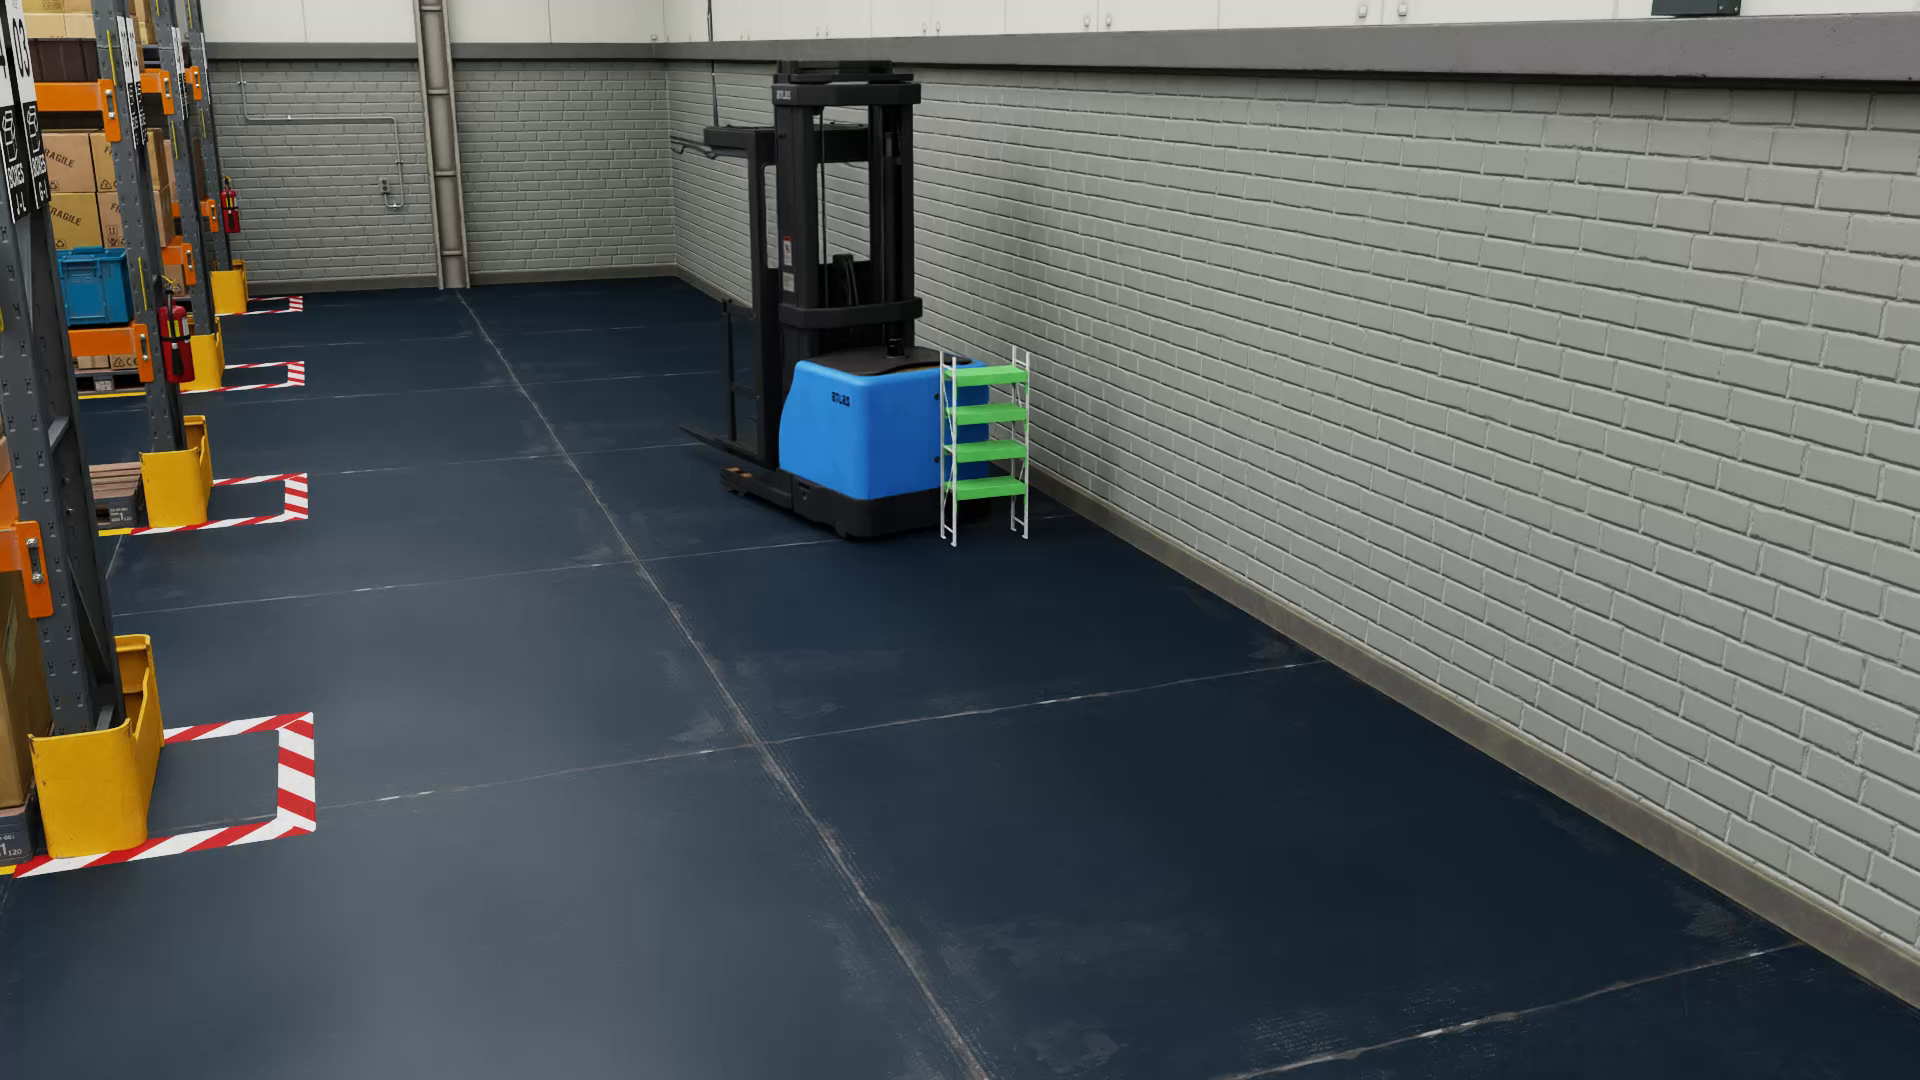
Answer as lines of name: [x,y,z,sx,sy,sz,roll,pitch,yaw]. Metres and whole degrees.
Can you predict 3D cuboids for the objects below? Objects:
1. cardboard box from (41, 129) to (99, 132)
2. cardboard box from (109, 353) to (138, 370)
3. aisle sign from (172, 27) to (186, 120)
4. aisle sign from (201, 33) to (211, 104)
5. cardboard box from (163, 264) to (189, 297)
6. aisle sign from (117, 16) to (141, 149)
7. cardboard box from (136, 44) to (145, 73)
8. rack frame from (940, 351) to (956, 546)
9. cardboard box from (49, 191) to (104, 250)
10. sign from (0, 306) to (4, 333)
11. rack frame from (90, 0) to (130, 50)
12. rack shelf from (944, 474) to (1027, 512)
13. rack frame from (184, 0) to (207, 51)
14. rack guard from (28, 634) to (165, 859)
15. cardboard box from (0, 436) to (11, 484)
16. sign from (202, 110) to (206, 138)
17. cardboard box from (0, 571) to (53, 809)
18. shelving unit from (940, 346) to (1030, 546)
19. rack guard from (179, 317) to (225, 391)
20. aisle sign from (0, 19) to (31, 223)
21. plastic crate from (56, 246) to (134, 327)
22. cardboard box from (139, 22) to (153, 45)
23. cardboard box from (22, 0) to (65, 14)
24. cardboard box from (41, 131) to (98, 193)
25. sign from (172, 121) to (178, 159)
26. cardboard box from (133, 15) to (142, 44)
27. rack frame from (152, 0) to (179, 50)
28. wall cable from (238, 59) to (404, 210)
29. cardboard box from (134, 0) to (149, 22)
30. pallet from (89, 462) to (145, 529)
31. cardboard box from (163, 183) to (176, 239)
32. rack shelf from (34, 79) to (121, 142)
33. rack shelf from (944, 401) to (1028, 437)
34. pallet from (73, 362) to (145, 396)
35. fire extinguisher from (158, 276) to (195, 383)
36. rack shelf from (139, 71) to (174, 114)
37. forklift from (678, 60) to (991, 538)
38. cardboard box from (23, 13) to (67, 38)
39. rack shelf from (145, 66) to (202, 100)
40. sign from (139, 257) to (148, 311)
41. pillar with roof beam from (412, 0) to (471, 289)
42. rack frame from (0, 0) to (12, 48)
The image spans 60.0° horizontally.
cardboard box: [-8.117,-3.476,15.161,0.500,0.500,0.500,-6,17,-20]
cardboard box: [-7.543,-1.871,15.301,0.500,0.500,0.500,-6,17,-20]
aisle sign: [-6.950,-4.152,14.801,0.004,0.787,0.394,-6,17,-20]
aisle sign: [-8.725,-5.457,19.245,0.004,0.787,0.394,-6,17,-20]
cardboard box: [-9.517,-3.187,19.819,0.500,0.500,0.700,-6,17,-20]
aisle sign: [-5.182,-2.853,10.375,0.004,0.787,0.394,-6,17,-20]
cardboard box: [-7.694,-4.361,15.068,0.500,0.250,0.500,-6,17,-20]
rack frame: [-0.073,-0.568,10.402,0.015,1.200,0.240,-6,17,-20]
cardboard box: [-7.927,-2.857,14.825,0.500,0.500,0.500,-6,17,-20]
sign: [-3.401,-0.897,5.854,0.005,0.325,0.100,-6,17,-20]
rack frame: [-5.354,-4.554,10.134,0.127,3.000,1.000,-6,17,-20]
rack shelf: [0.155,-0.301,10.572,0.480,0.148,0.258,-6,17,-20]
rack frame: [-8.899,-7.160,19.010,0.127,3.000,1.000,-6,17,-20]
rack guard: [-3.559,0.825,6.902,0.348,0.500,1.175,-6,17,-20]
cardboard box: [-4.031,-0.303,6.751,0.250,0.149,0.380,-6,17,-19]
sign: [-8.718,-4.807,19.168,0.005,0.325,0.100,-6,17,-20]
cardboard box: [-4.151,0.531,6.490,0.875,0.875,0.875,-6,17,-20]
shelving unit: [0.155,-0.592,10.486,0.503,1.200,0.258,-6,17,-20]
rack guard: [-7.194,-1.772,15.745,0.348,0.500,1.175,-6,17,-20]
aisle sign: [-3.407,-1.548,5.931,0.004,0.787,0.394,-6,17,-20]
plastic crate: [-5.600,-1.638,10.683,0.499,0.435,0.616,-6,17,-20]
cardboard box: [-9.488,-5.755,18.891,0.500,0.250,0.500,-6,17,-18]
cardboard box: [-8.094,-4.862,14.554,0.500,0.500,0.700,-6,17,-20]
cardboard box: [-7.912,-3.338,14.690,0.500,0.500,0.500,-6,17,-19]
sign: [-6.943,-3.538,14.707,0.005,0.325,0.100,-6,17,-20]
cardboard box: [-7.696,-4.603,15.003,0.500,0.250,0.500,-6,17,-20]
rack frame: [-7.123,-5.857,14.573,0.127,3.000,1.000,-6,17,-20]
wall cable: [-8.042,-5.147,20.999,1.851,1.984,0.084,-6,17,-20]
cardboard box: [-9.485,-6.113,18.779,0.500,0.500,0.500,-6,17,-20]
pallet: [-6.138,-0.264,11.124,1.213,0.211,1.003,-6,17,-20]
cardboard box: [-7.632,-3.051,15.488,0.500,0.500,0.500,-6,17,-19]
rack shelf: [-7.222,-2.568,9.971,4.000,0.370,1.077,-6,17,-20]
rack shelf: [0.155,-0.761,10.436,0.480,0.148,0.258,-6,17,-20]
pallet: [-7.938,-1.552,15.511,1.213,0.211,1.003,-6,17,-20]
fire extinguisher: [-5.051,-1.355,10.687,0.183,0.674,0.296,-6,17,-20]
rack shelf: [-8.991,-3.871,14.411,4.000,0.370,1.077,-6,17,-20]
forklift: [-1.043,-1.778,11.450,1.130,2.935,3.031,-11,20,-33]
cardboard box: [-7.978,-4.417,14.370,0.500,0.250,0.500,-6,17,-20]
rack shelf: [-10.767,-5.174,18.848,4.000,0.370,1.077,-6,17,-20]
sign: [-5.142,-1.610,10.469,0.005,0.325,0.100,-6,17,-20]
pillar with roof beam: [-5.147,-6.527,16.855,0.400,9.000,9.100,-6,17,-20]
rack frame: [-3.582,-3.251,5.696,0.127,3.000,1.000,-6,17,-20]
